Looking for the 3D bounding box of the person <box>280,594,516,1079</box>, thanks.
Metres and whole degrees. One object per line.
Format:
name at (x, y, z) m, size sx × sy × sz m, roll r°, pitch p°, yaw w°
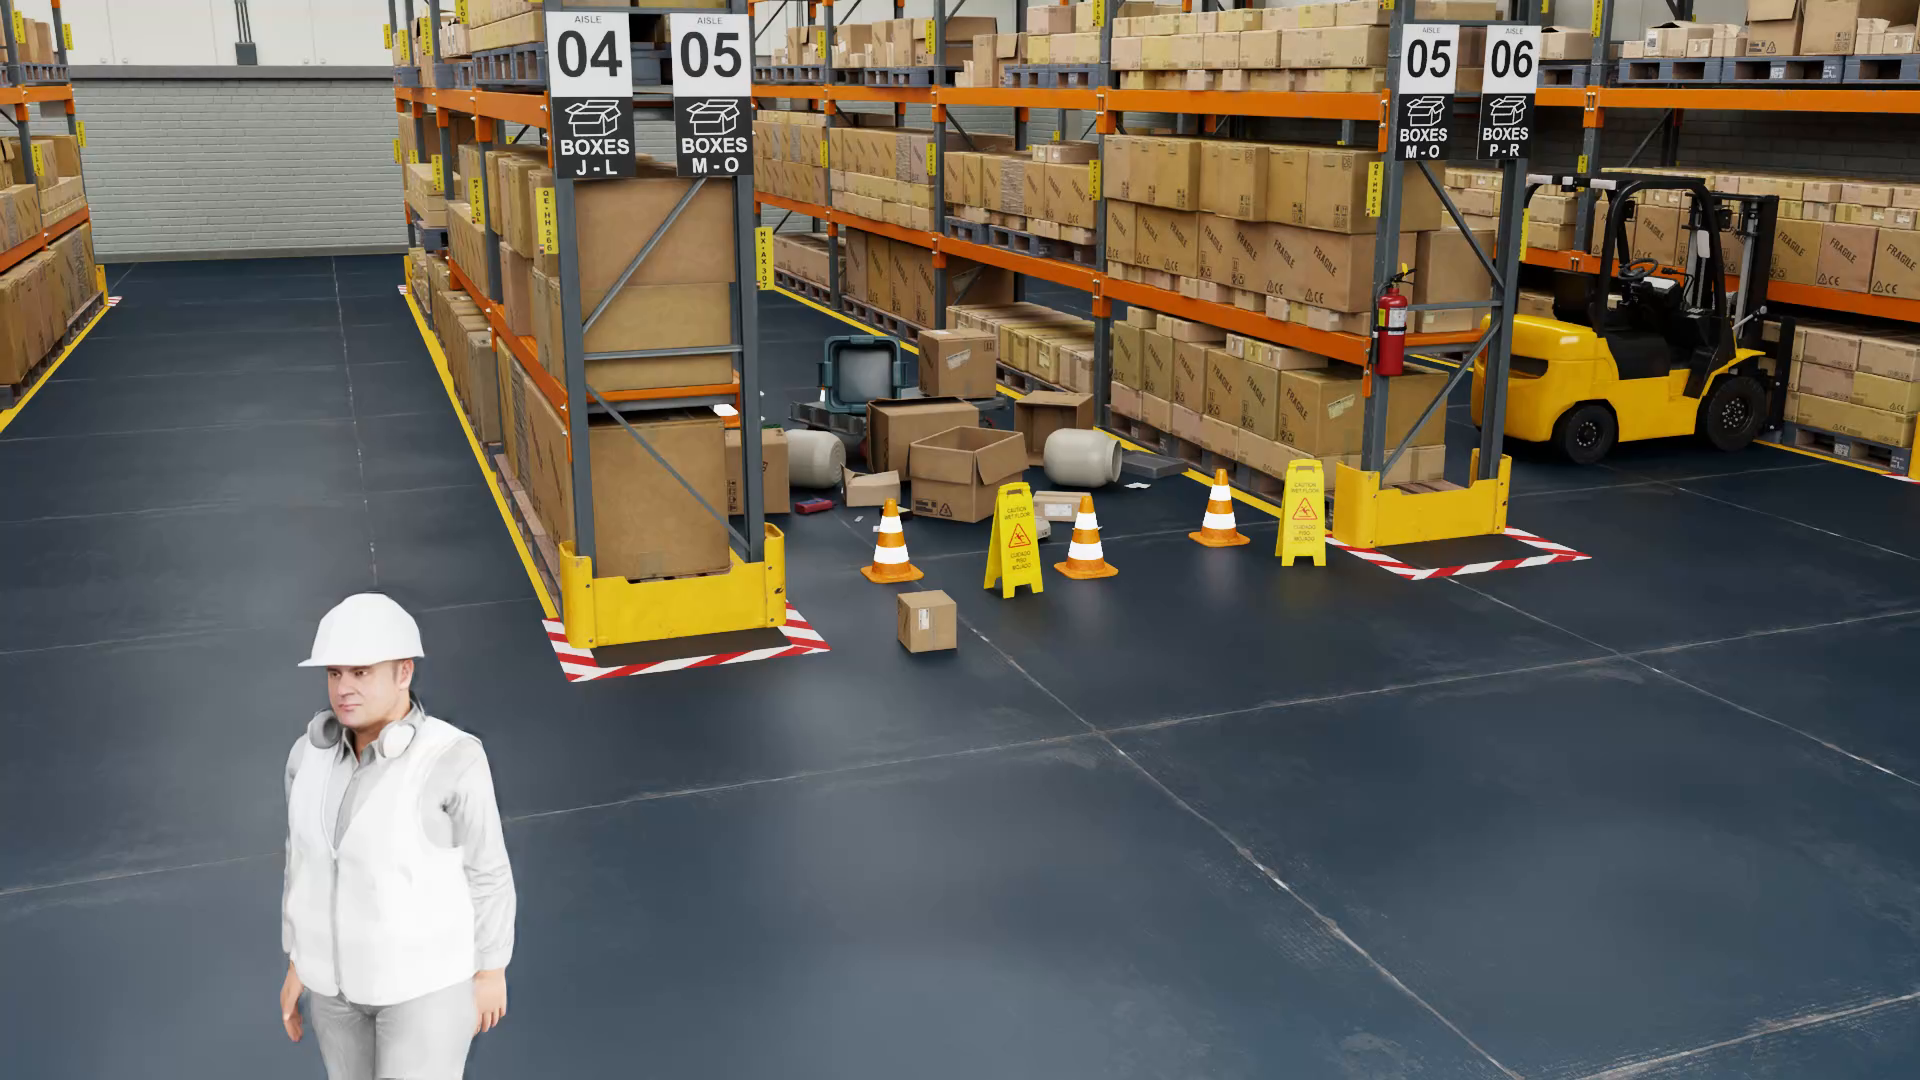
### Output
person at (-1.311, 0.997, 3.798) m, size 0.546 × 1.774 × 0.453 m, roll 5°, pitch 16°, yaw 18°
